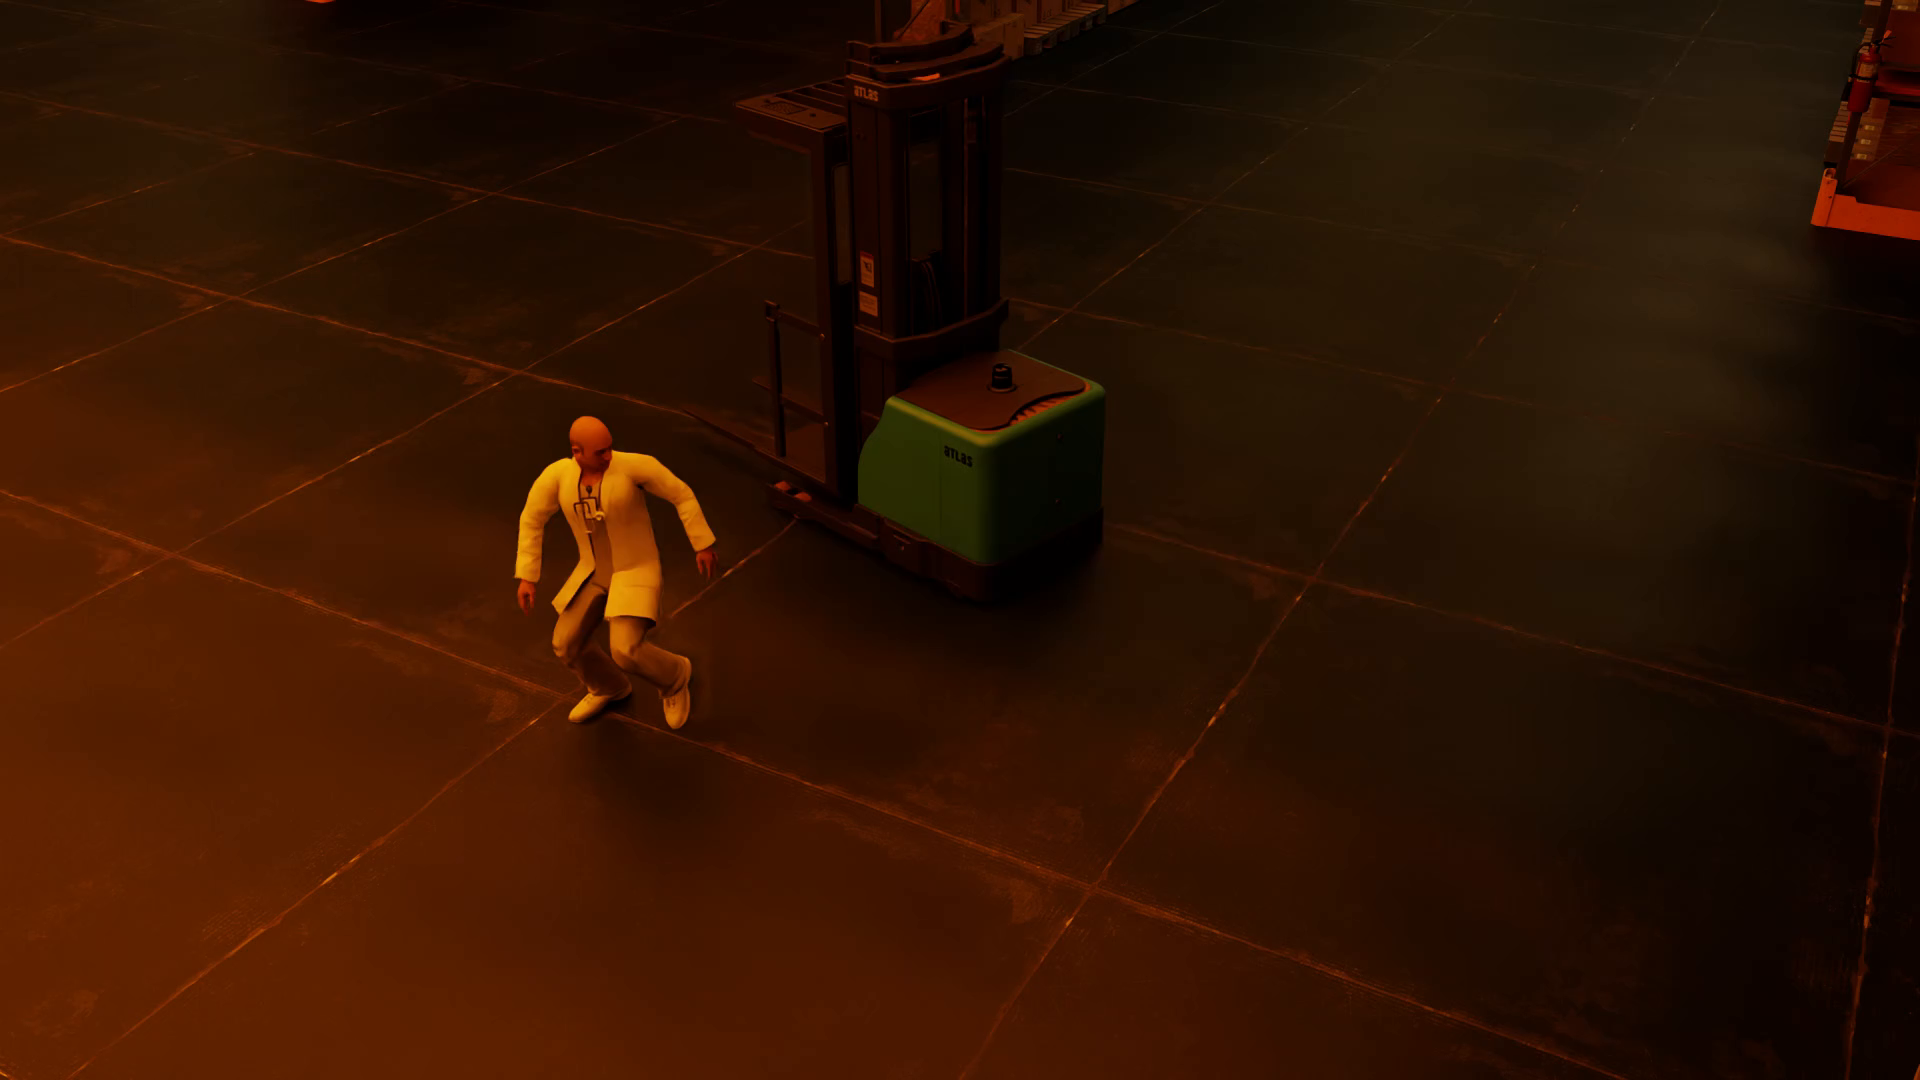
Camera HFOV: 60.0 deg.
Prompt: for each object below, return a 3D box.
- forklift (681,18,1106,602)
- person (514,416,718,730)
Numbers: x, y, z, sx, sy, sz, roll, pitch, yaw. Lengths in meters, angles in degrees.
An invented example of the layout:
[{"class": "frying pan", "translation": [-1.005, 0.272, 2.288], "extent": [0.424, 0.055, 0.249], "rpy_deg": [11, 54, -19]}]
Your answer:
[{"class": "forklift", "translation": [-0.559, -1.557, 9.768], "extent": [3.031, 2.935, 1.130], "rpy_deg": [26, 39, 38]}, {"class": "person", "translation": [-1.680, 0.172, 8.054], "extent": [0.868, 1.678, 0.642], "rpy_deg": [11, 32, 18]}]
